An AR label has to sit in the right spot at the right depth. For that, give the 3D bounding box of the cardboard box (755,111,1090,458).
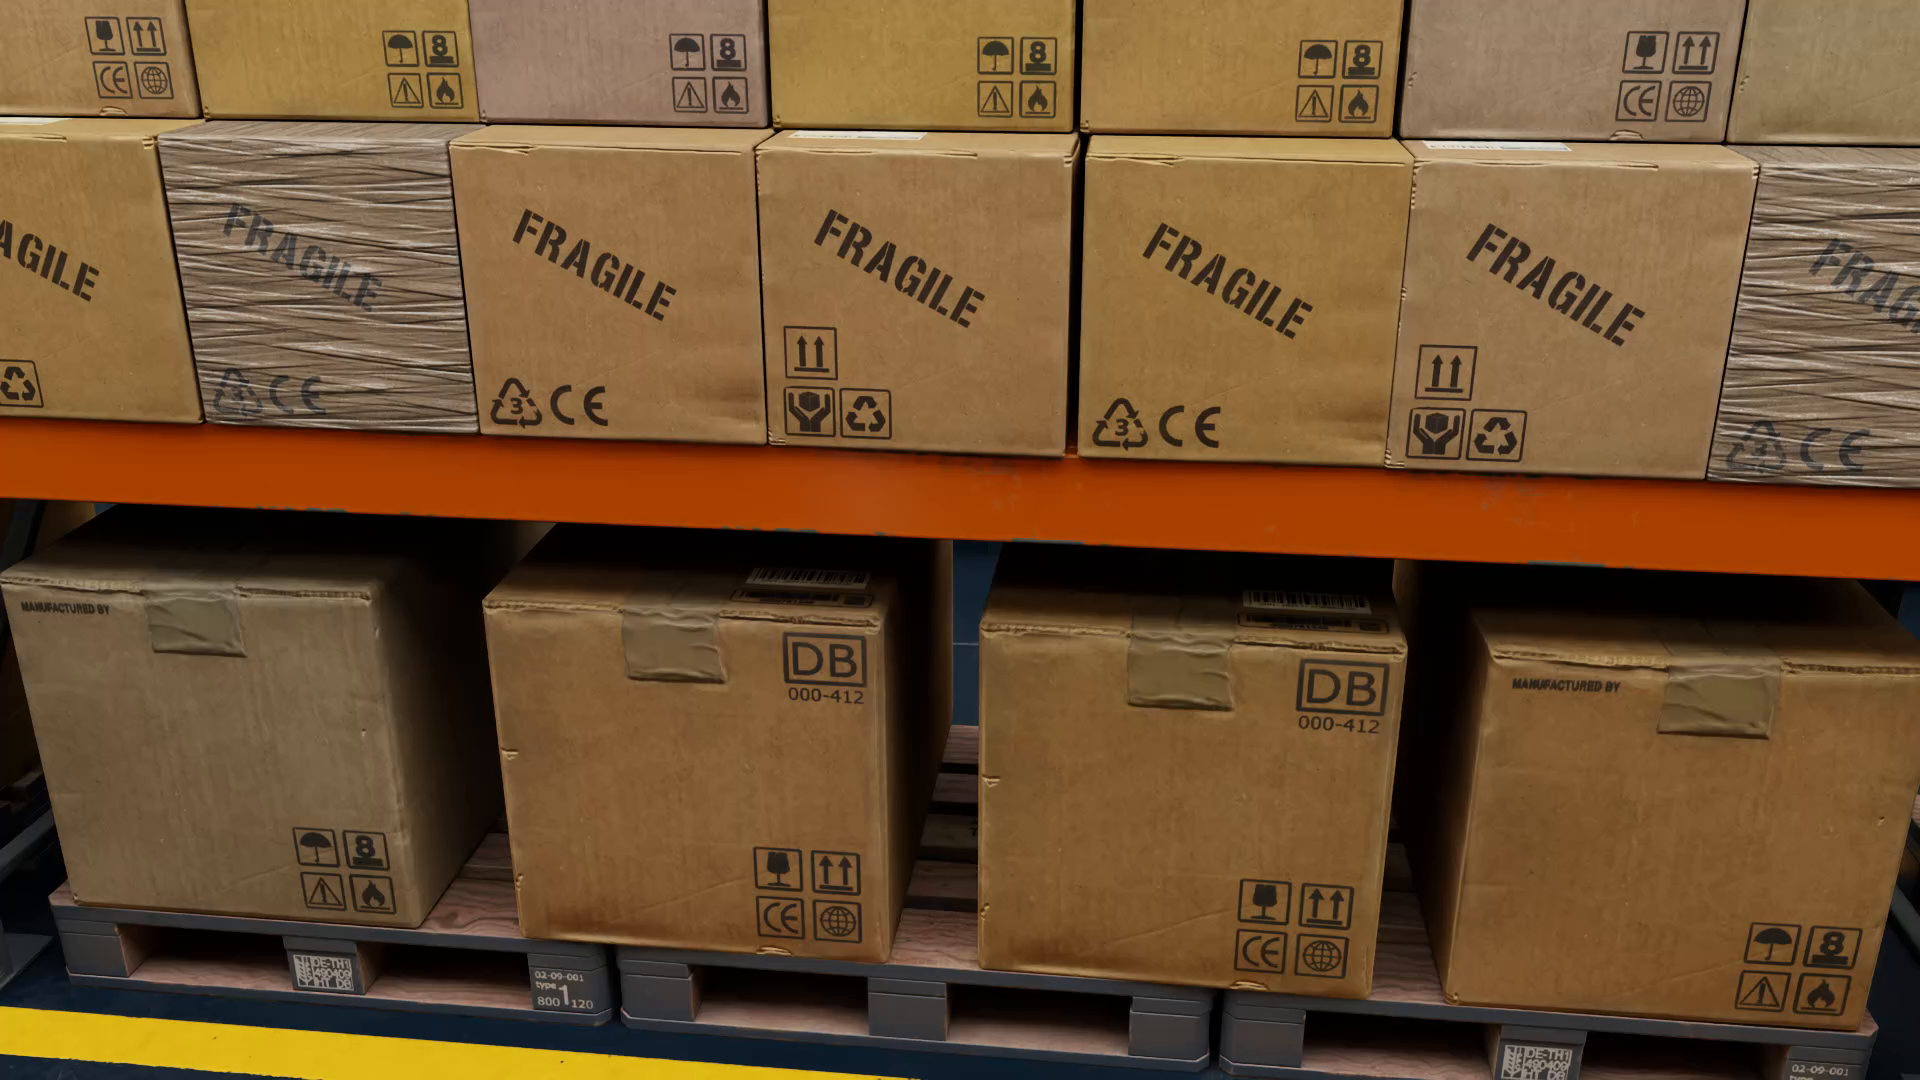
[{"bbox_3d":[-0.043,-0.467,2.906,0.500,0.500,0.500,3,22,7],"label":"cardboard box"}]

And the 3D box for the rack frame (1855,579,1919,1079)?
[{"bbox_3d":[1.937,-0.435,2.961,0.127,3.000,1.000,2,22,6],"label":"rack frame"}]

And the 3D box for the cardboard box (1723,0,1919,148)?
[{"bbox_3d":[1.493,-0.970,2.817,0.500,0.500,0.700,2,22,6],"label":"cardboard box"}]

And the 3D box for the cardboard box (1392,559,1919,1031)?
[{"bbox_3d":[-0.886,-0.771,5.633,5.693,1.239,5.455,2,22,6],"label":"cardboard box"}]

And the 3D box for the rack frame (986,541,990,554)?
[{"bbox_3d":[0.109,-0.414,5.762,0.006,0.900,0.240,2,22,6],"label":"rack frame"}]

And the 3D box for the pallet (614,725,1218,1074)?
[{"bbox_3d":[-0.045,0.746,3.765,1.213,0.211,1.003,2,22,6],"label":"pallet"}]

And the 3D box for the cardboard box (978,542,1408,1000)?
[{"bbox_3d":[0.475,0.320,3.539,0.750,0.750,1.050,3,22,7],"label":"cardboard box"}]

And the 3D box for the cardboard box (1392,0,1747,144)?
[{"bbox_3d":[0.990,-0.991,2.871,0.500,0.500,0.700,2,22,6],"label":"cardboard box"}]

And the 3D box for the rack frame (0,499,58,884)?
[{"bbox_3d":[-2.035,-0.609,3.401,0.053,2.616,0.949,2,22,6],"label":"rack frame"}]

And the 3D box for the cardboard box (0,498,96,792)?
[{"bbox_3d":[-2.651,0.132,3.845,0.875,0.875,0.875,3,22,7],"label":"cardboard box"}]

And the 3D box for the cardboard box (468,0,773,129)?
[{"bbox_3d":[-0.528,-1.057,3.037,0.500,0.500,0.700,3,22,7],"label":"cardboard box"}]

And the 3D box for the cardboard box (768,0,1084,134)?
[{"bbox_3d":[-0.027,-1.034,2.981,0.500,0.500,0.700,2,22,6],"label":"cardboard box"}]

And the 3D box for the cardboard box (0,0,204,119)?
[{"bbox_3d":[-1.541,-1.100,3.147,0.500,0.500,0.700,2,22,5],"label":"cardboard box"}]

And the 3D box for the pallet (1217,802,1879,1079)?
[{"bbox_3d":[1.163,0.800,3.629,1.213,0.211,1.003,2,22,6],"label":"pallet"}]

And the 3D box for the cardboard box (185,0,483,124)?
[{"bbox_3d":[-1.030,-1.079,3.093,0.500,0.500,0.700,2,22,5],"label":"cardboard box"}]

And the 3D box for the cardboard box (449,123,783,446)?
[{"bbox_3d":[-0.547,-0.489,2.962,0.500,0.500,0.500,2,22,6],"label":"cardboard box"}]

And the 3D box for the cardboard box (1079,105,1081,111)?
[{"bbox_3d":[0.023,-0.665,3.406,0.500,0.500,0.500,2,22,6],"label":"cardboard box"}]

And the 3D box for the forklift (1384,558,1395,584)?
[{"bbox_3d":[2.606,-2.627,8.597,3.443,2.935,8.118,1,22,2],"label":"forklift"}]

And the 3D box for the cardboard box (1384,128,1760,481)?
[{"bbox_3d":[0.963,-0.425,2.799,0.500,0.500,0.500,2,22,6],"label":"cardboard box"}]

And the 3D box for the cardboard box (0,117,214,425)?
[{"bbox_3d":[-1.544,-0.534,3.074,0.500,0.500,0.500,3,22,7],"label":"cardboard box"}]

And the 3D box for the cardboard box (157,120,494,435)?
[{"bbox_3d":[-1.043,-0.512,3.019,0.500,0.500,0.500,3,22,7],"label":"cardboard box"}]
